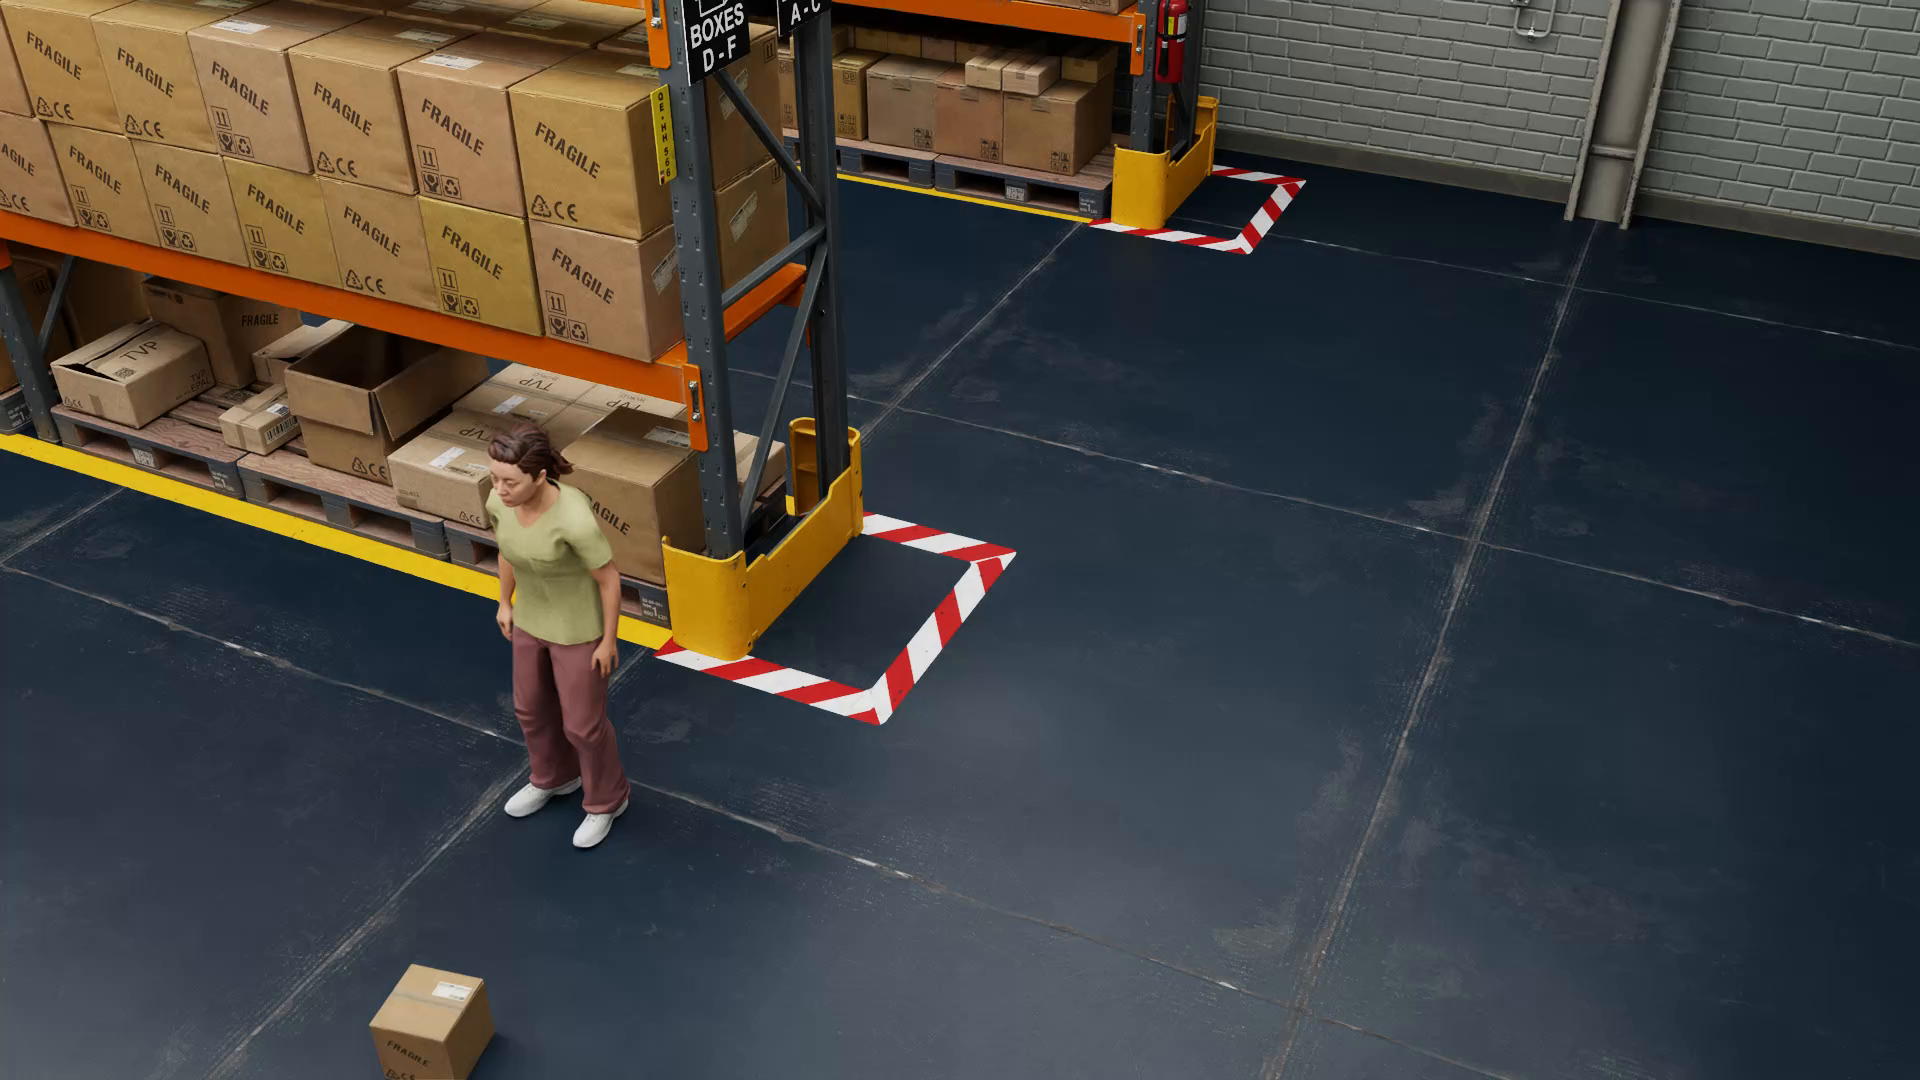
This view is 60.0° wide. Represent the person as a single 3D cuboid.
[{"bbox_3d":[-1.383,0.311,5.679,0.519,1.671,0.358,17,38,24],"label":"person"}]
